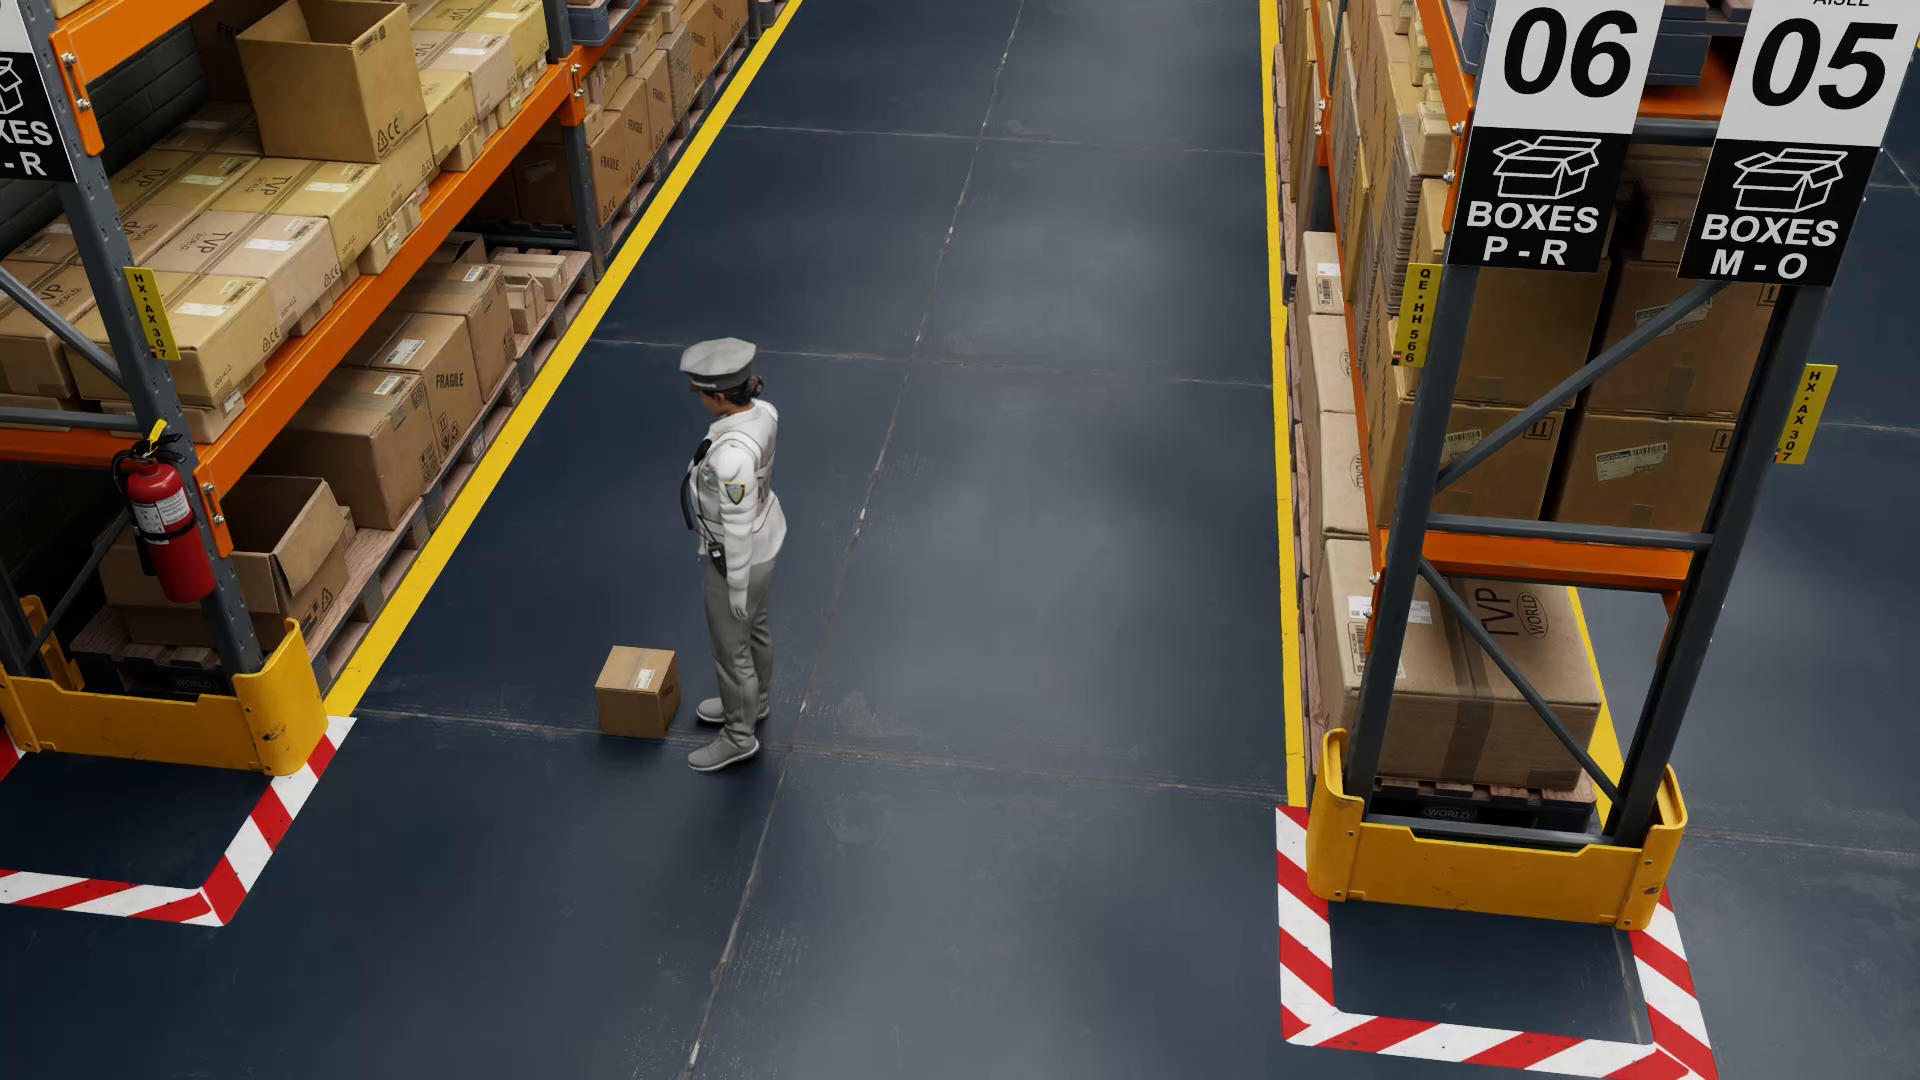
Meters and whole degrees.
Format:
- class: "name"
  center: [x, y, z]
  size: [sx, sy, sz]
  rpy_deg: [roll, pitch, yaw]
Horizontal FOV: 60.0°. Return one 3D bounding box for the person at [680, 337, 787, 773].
- class: "person"
  center: [-0.840, 0.066, 6.046]
  size: [0.413, 1.698, 0.536]
  rpy_deg: [5, 37, 7]
